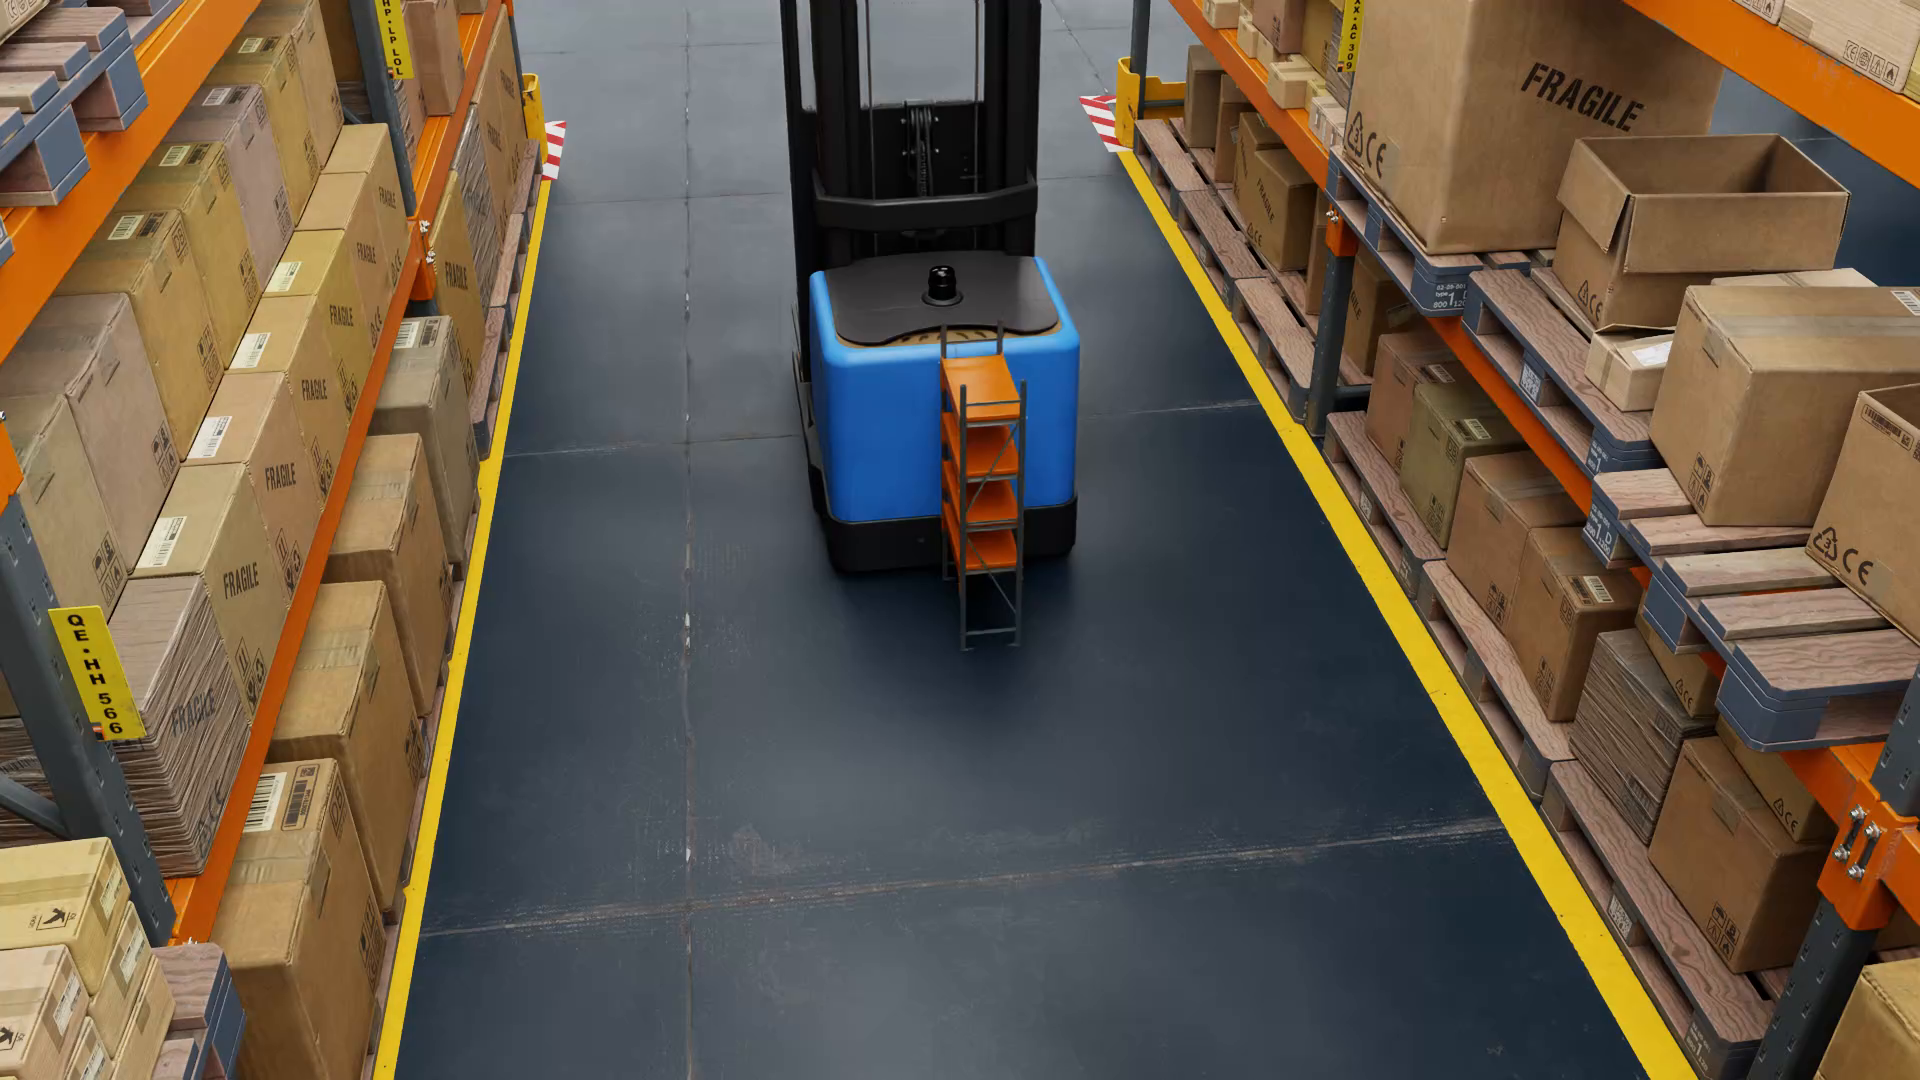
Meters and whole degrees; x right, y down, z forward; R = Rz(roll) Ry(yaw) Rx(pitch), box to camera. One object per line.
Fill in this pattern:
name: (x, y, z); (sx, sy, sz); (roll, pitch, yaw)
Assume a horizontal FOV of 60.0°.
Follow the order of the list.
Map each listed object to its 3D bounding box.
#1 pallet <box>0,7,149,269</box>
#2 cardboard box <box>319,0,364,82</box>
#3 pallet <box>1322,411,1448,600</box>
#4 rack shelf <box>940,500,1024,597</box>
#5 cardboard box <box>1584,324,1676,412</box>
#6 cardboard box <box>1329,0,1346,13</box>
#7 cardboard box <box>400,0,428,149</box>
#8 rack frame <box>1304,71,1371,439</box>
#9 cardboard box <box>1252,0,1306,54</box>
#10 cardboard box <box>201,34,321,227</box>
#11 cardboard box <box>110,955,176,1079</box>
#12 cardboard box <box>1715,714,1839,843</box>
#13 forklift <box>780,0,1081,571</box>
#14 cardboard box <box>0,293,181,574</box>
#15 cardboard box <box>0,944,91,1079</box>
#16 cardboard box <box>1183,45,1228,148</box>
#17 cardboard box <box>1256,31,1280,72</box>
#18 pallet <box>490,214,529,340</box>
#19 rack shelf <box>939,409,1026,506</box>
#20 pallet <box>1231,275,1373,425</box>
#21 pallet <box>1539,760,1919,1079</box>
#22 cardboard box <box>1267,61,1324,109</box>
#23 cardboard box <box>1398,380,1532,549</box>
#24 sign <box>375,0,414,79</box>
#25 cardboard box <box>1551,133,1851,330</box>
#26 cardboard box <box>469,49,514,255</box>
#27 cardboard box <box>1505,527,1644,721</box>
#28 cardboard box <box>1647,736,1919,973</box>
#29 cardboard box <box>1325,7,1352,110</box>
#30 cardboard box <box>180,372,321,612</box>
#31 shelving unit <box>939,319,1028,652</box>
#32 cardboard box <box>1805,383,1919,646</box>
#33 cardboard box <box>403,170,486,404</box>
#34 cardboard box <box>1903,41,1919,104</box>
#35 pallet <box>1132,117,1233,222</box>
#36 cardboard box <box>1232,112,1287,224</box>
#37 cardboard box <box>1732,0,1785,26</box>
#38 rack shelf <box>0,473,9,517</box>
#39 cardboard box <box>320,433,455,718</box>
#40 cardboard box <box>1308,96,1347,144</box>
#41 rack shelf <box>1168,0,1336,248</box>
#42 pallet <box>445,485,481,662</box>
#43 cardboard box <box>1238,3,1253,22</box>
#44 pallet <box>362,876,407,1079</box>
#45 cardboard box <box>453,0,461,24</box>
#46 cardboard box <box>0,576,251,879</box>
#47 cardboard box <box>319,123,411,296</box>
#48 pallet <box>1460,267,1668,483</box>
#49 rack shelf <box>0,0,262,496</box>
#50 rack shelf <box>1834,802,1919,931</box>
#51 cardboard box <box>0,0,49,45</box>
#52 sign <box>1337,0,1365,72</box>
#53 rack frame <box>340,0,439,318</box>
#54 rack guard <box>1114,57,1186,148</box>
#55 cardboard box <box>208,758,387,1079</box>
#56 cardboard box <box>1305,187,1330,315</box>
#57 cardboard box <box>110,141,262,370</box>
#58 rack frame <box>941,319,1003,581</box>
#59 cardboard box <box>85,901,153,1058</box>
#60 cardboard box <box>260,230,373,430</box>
pallet: (-2.358, -0.761, 3.207); (1.213, 0.211, 1.003); (-3, 34, -4)
cardboard box: (-2.773, -2.193, 6.712); (0.875, 0.550, 0.550); (-4, 35, -6)
pallet: (2.278, -0.209, 7.369); (1.003, 0.211, 1.213); (-4, 35, -6)
rack shelf: (0.083, 0.018, 6.630); (0.258, 0.148, 0.480); (-5, 35, -7)
cardboard box: (2.218, -0.592, 5.201); (0.396, 0.266, 0.258); (-5, 35, -8)
cardboard box: (1.838, -2.603, 7.166); (0.500, 0.500, 0.500); (-4, 35, -6)
cardboard box: (-2.915, -2.048, 7.459); (0.875, 0.550, 0.550); (-4, 35, -6)
rack frame: (2.172, -1.796, 7.221); (1.000, 3.000, 0.127); (-4, 35, -6)
cardboard box: (1.973, -2.769, 8.296); (0.875, 0.500, 0.500); (-4, 35, -6)
cardboard box: (-2.613, -1.367, 5.616); (0.700, 0.500, 0.500); (-5, 35, -7)
cardboard box: (-1.697, 0.927, 3.077); (0.380, 0.149, 0.250); (-4, 34, -6)
cardboard box: (2.590, 0.606, 4.860); (0.500, 0.250, 0.500); (-3, 34, -4)
forklift: (-0.241, -1.899, 7.434); (1.130, 2.935, 3.031); (-5, 35, -7)
cardboard box: (-2.339, -0.232, 3.950); (0.700, 0.500, 0.500); (-5, 35, -7)
cardboard box: (-1.667, 0.819, 2.706); (0.380, 0.149, 0.250); (-5, 35, -7)
cardboard box: (1.701, -2.819, 10.569); (0.500, 0.500, 0.500); (2, 34, 2)
cardboard box: (1.732, -2.491, 8.464); (0.380, 0.149, 0.250); (-4, 35, -6)
pallet: (-2.949, -1.437, 9.171); (1.003, 0.211, 1.213); (-4, 35, -6)
rack shelf: (0.083, -0.331, 6.392); (0.258, 0.148, 0.480); (-5, 35, -7)
pallet: (2.046, -1.015, 8.553); (1.003, 0.211, 1.213); (-4, 35, -6)
pallet: (2.606, 1.153, 5.371); (1.003, 0.211, 1.213); (-4, 35, -6)
cardboard box: (1.709, -2.205, 8.045); (0.380, 0.149, 0.250); (-4, 35, -6)
cardboard box: (2.278, -0.333, 6.903); (0.700, 0.500, 0.500); (-5, 35, -7)
sign: (-2.221, -1.969, 6.517); (0.100, 0.325, 0.005); (-4, 35, -6)
cardboard box: (2.496, -1.051, 5.665); (0.797, 0.503, 0.637); (-1, 34, -1)
cardboard box: (-3.018, -2.140, 9.240); (0.875, 0.875, 0.875); (-5, 35, -7)
cardboard box: (2.429, 0.291, 5.989); (0.700, 0.500, 0.500); (-2, 34, -2)
cardboard box: (2.600, 0.915, 5.072); (0.700, 0.500, 0.500); (-6, 35, -9)
cardboard box: (2.172, -2.216, 7.485); (0.875, 0.500, 0.500); (-4, 35, -6)
cardboard box: (-2.150, -0.121, 4.676); (0.500, 0.500, 0.500); (-4, 35, -6)
shelving unit: (0.083, -0.201, 6.480); (0.258, 1.200, 0.503); (-5, 35, -7)
cardboard box: (2.597, -0.077, 4.237); (0.500, 0.500, 0.500); (-9, 35, -12)
cardboard box: (-2.772, -1.128, 7.756); (0.875, 0.875, 0.875); (-4, 34, -6)
cardboard box: (2.402, -0.988, 3.505); (0.500, 0.250, 0.500); (-4, 35, -6)
pallet: (1.718, -2.377, 10.551); (1.003, 0.211, 1.213); (-4, 35, -6)
cardboard box: (1.881, -2.137, 9.569); (0.500, 0.500, 0.500); (-1, 34, -2)
cardboard box: (2.258, -1.544, 4.322); (0.500, 0.250, 0.500); (-3, 34, -5)
rack shelf: (-1.950, 0.930, 1.198); (1.077, 0.370, 4.000); (-4, 35, -6)
cardboard box: (-2.458, 0.158, 5.979); (1.050, 0.750, 0.750); (-4, 35, -6)
cardboard box: (1.827, -1.930, 7.641); (0.380, 0.149, 0.250); (-4, 35, -6)
rack shelf: (1.903, -2.614, 9.062); (1.077, 0.370, 4.000); (-4, 35, -6)
pallet: (-2.579, 0.101, 6.915); (1.003, 0.211, 1.213); (-4, 35, -6)
cardboard box: (1.706, -2.773, 8.878); (0.380, 0.149, 0.250); (-4, 35, -6)
pallet: (-2.250, 1.462, 4.917); (1.003, 0.211, 1.213); (-4, 35, -6)
cardboard box: (-3.154, -2.940, 8.767); (0.875, 0.550, 0.550); (-4, 35, -6)
cardboard box: (-2.012, 0.444, 3.847); (0.500, 0.500, 0.500); (-4, 34, -6)
cardboard box: (-2.422, -1.247, 6.327); (0.500, 0.500, 0.500); (-5, 35, -7)
pallet: (2.403, -0.586, 5.616); (1.003, 0.211, 1.213); (-4, 35, -6)
rack shelf: (-2.488, -1.303, 4.473); (1.077, 0.370, 4.000); (-4, 35, -6)
rack shelf: (2.978, 1.850, 2.511); (1.077, 0.370, 4.000); (-4, 35, -6)
cardboard box: (-2.098, -1.082, 3.128); (0.500, 0.311, 0.500); (-4, 35, -6)
sign: (1.635, -2.108, 6.911); (0.100, 0.325, 0.005); (-4, 35, -6)
rack frame: (-2.757, -1.476, 6.753); (1.000, 3.000, 0.127); (-4, 35, -6)
rack guard: (1.644, -2.952, 11.138); (1.175, 0.500, 0.348); (-4, 35, -6)
cardboard box: (-2.212, 1.165, 4.501); (1.050, 0.750, 0.750); (-5, 35, -7)
cardboard box: (2.073, -1.481, 8.607); (0.500, 0.500, 0.500); (6, 35, 9)
cardboard box: (-2.479, -0.803, 4.789); (0.700, 0.500, 0.500); (-5, 35, -7)
rack frame: (0.046, -0.337, 6.679); (0.240, 1.200, 0.015); (-5, 35, -7)
cardboard box: (-1.701, 0.804, 2.992); (0.380, 0.149, 0.250); (-4, 34, -5)
cardboard box: (-2.286, -0.683, 5.499); (0.500, 0.500, 0.500); (-4, 34, -6)
